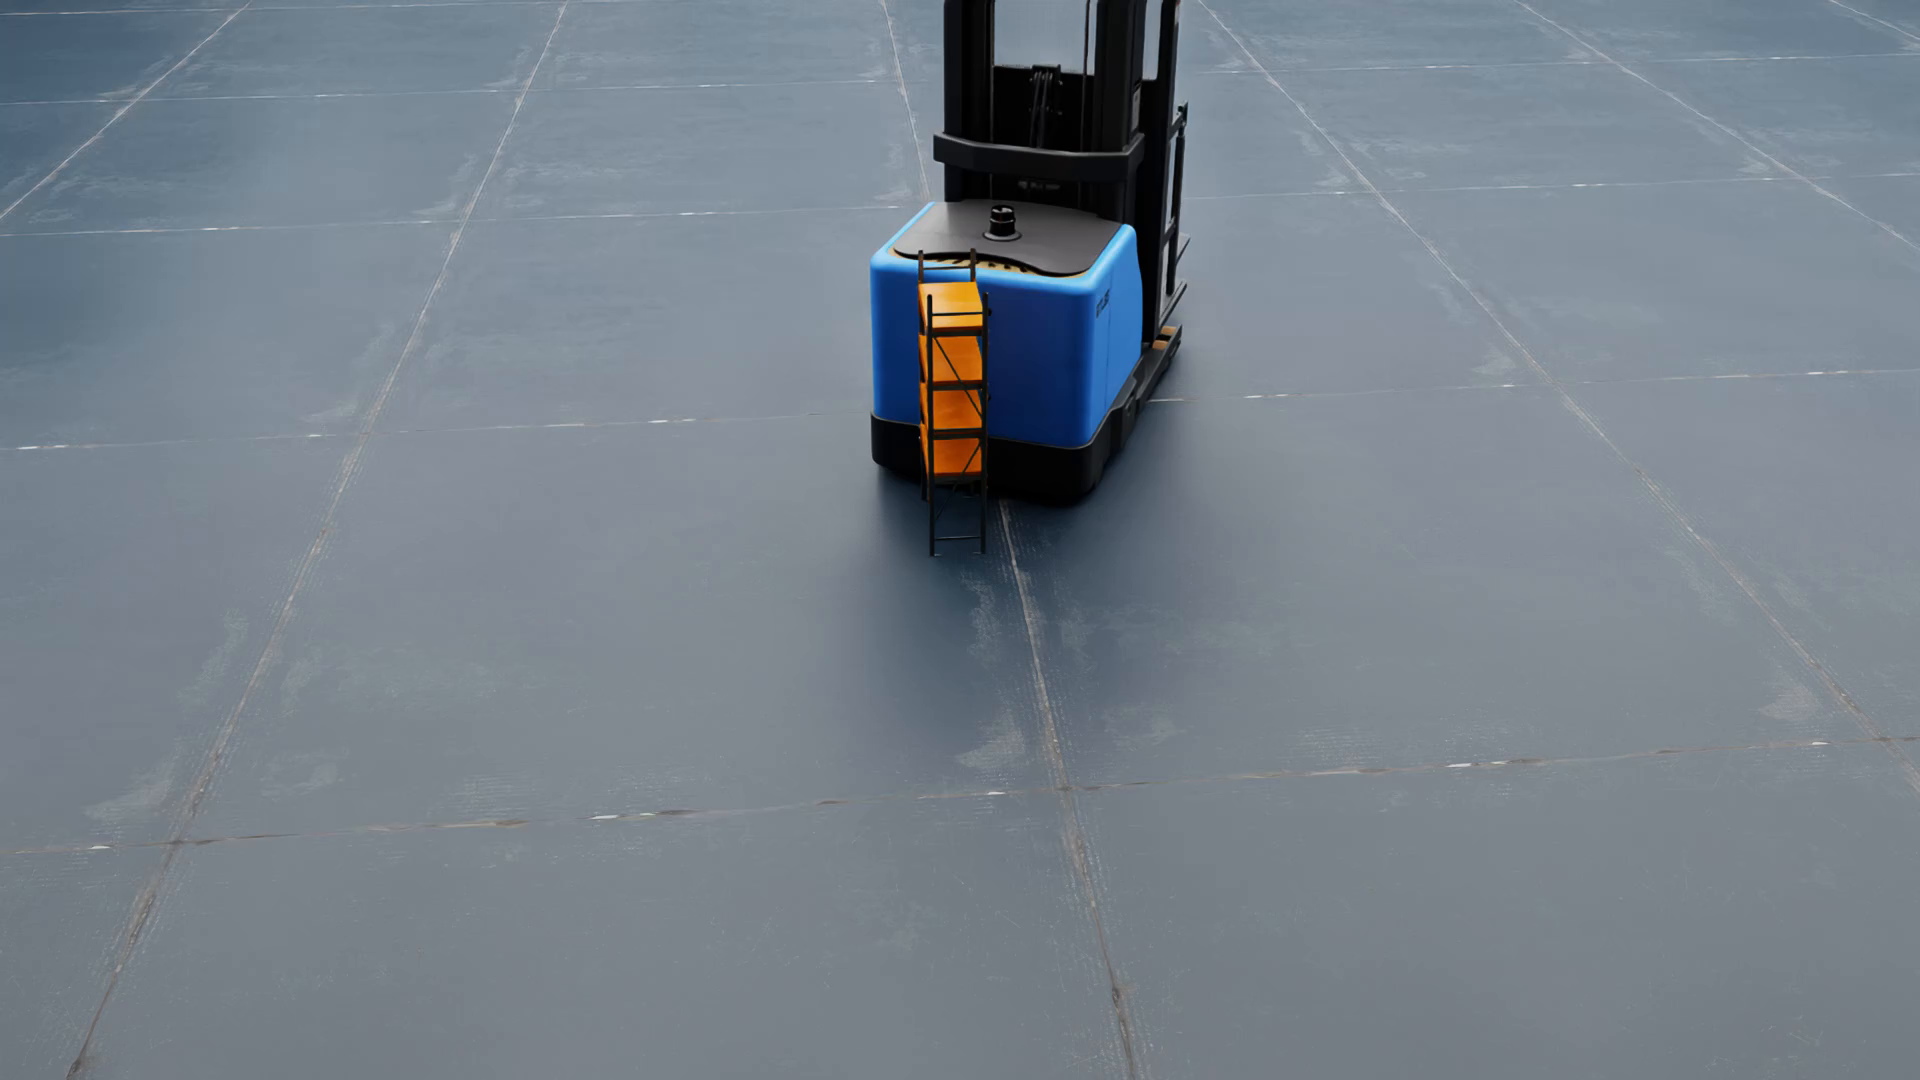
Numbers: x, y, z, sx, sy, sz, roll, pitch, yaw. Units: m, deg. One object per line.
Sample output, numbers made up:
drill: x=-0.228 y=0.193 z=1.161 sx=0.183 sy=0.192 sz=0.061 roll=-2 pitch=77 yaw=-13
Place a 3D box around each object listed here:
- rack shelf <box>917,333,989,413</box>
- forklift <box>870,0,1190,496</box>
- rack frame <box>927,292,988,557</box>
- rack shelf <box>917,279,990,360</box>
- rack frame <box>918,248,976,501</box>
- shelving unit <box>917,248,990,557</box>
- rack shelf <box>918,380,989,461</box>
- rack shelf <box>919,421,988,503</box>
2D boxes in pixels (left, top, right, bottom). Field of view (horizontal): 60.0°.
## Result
rack shelf: x=-0.032 y=-0.709 z=6.962 sx=0.258 sy=0.148 sz=0.480 roll=-3 pitch=31 yaw=-5
forklift: x=0.548 y=-2.199 z=8.073 sx=1.130 sy=2.935 sz=3.031 roll=10 pitch=32 yaw=16
rack frame: x=-0.010 y=-0.450 z=6.834 sx=0.240 sy=1.200 sz=0.015 roll=-3 pitch=31 yaw=-5
rack shelf: x=-0.032 y=-0.912 z=6.841 sx=0.258 sy=0.148 sz=0.480 roll=-3 pitch=31 yaw=-5
rack frame: x=-0.055 y=-0.700 z=7.251 sx=0.240 sy=1.200 sz=0.015 roll=-3 pitch=31 yaw=-5
shelving unit: x=-0.032 y=-0.575 z=7.043 sx=0.258 sy=1.200 sz=0.503 roll=-3 pitch=31 yaw=-5
rack shelf: x=-0.032 y=-0.517 z=7.077 sx=0.258 sy=0.148 sz=0.480 roll=-3 pitch=31 yaw=-5
rack shelf: x=-0.032 y=-0.347 z=7.179 sx=0.258 sy=0.148 sz=0.480 roll=-3 pitch=31 yaw=-5
